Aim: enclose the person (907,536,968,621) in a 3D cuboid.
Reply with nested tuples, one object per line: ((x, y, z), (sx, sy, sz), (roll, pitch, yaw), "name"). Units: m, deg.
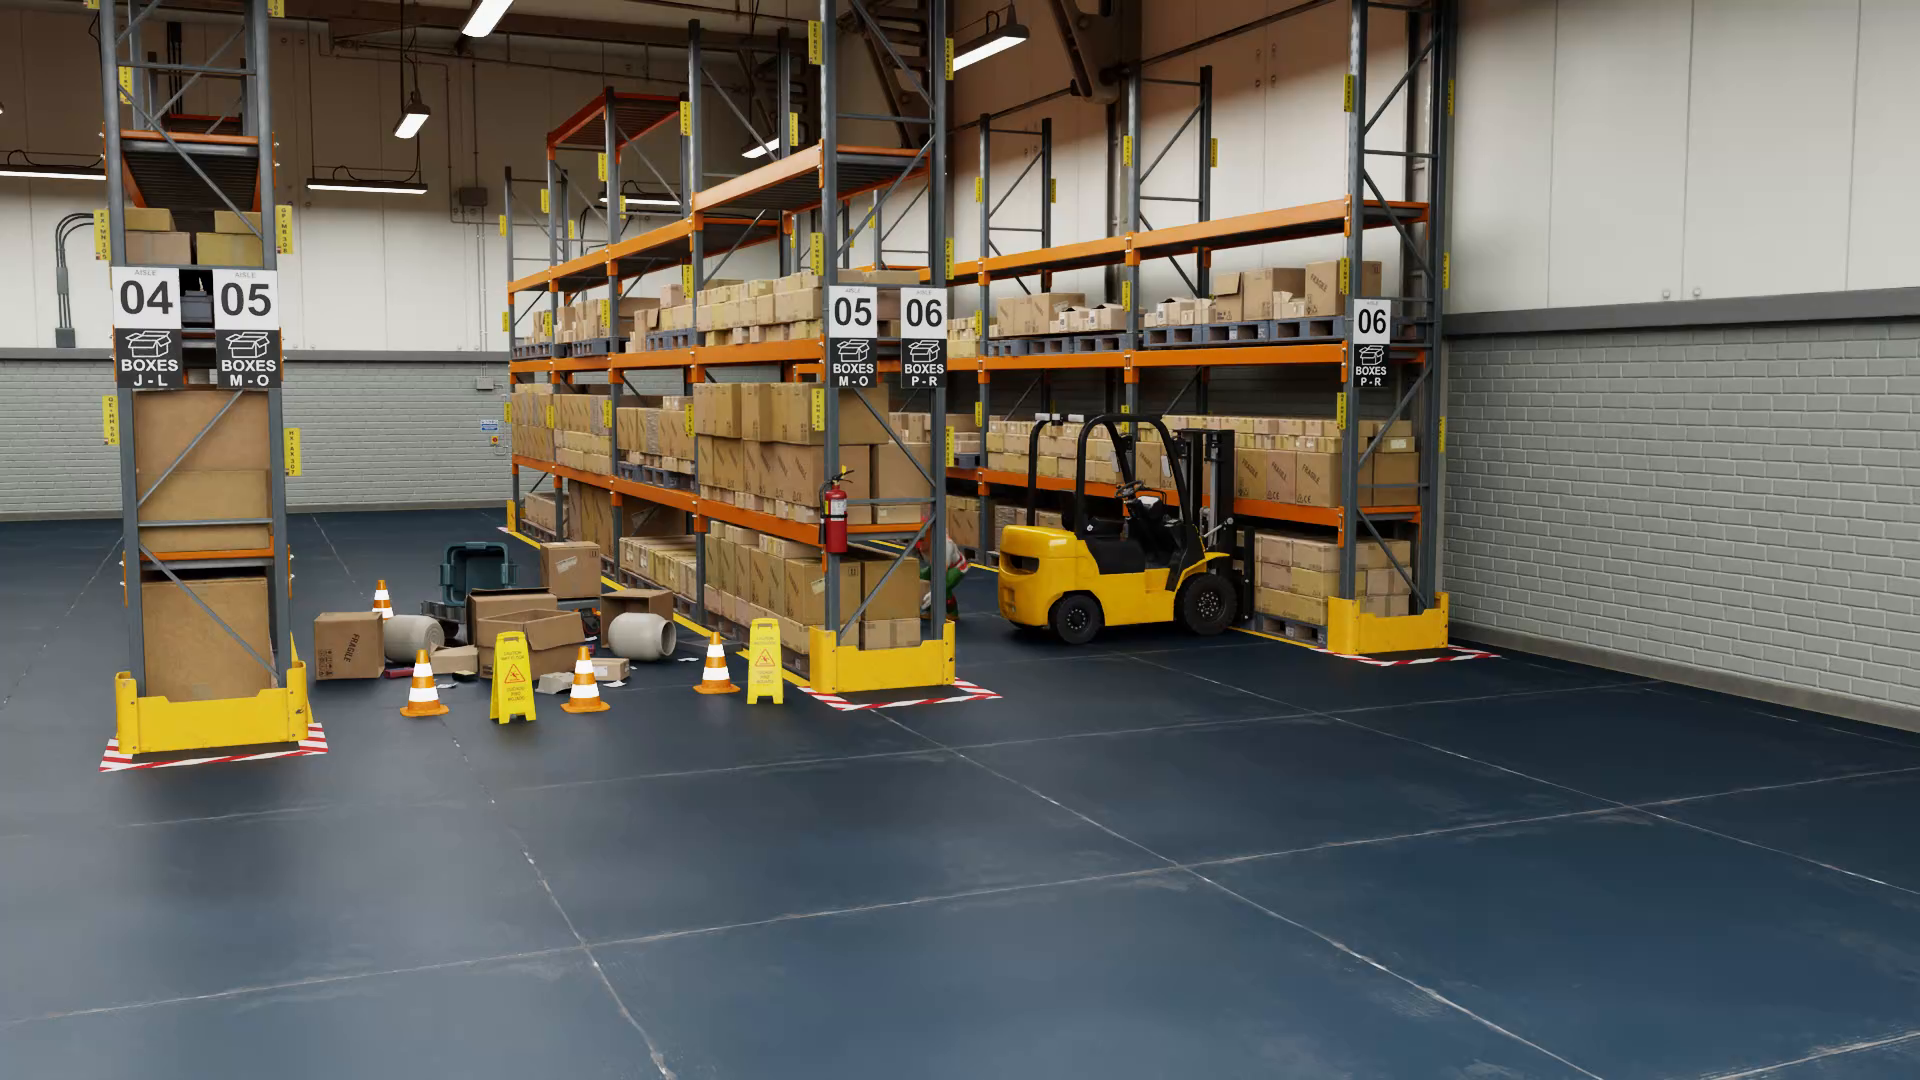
((-0.253, 0.331, 17.146), (0.575, 1.028, 0.877), (4, 7, 37), "person")
